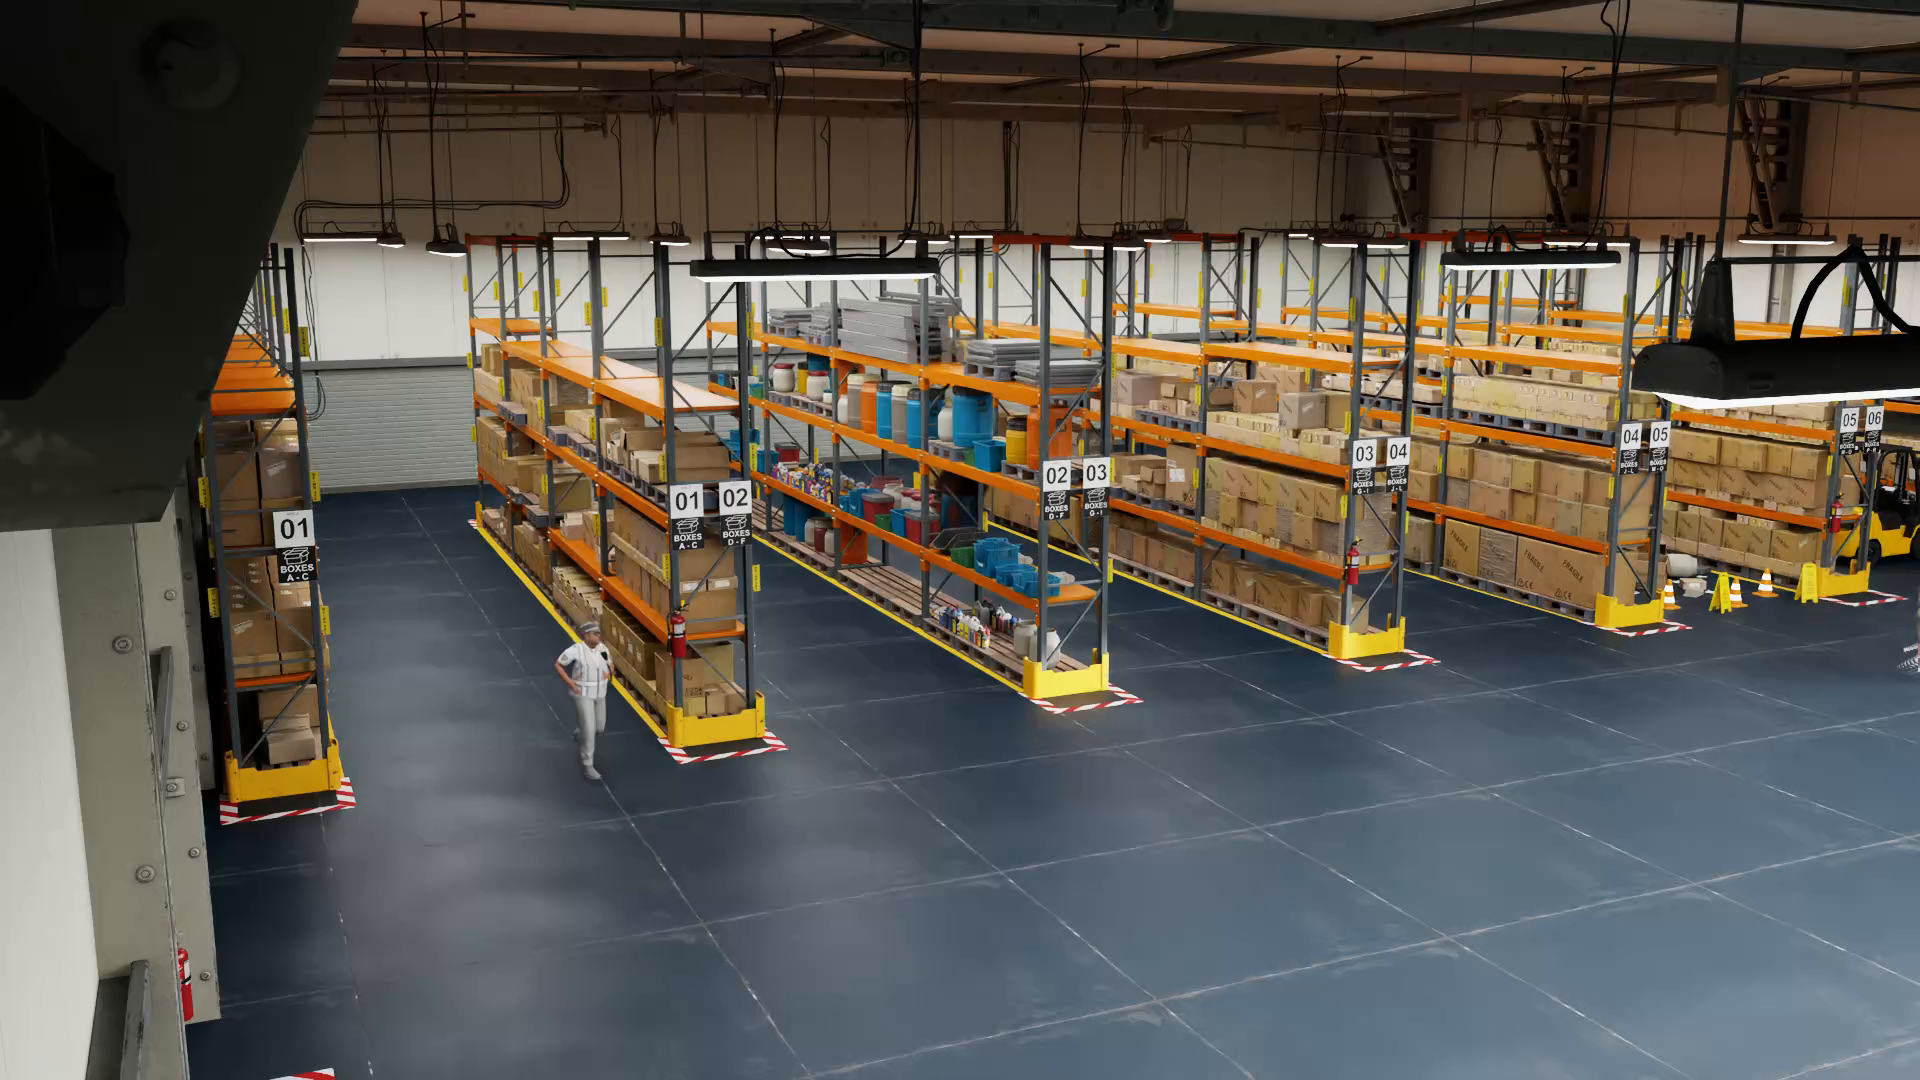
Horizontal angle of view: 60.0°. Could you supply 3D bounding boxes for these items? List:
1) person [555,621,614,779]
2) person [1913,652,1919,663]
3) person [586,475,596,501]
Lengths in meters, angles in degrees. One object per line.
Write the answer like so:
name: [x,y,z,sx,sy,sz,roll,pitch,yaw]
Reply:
person: [-4.305,1.800,19.386,0.927,1.765,0.685,9,14,40]
person: [13.818,1.122,23.106,0.890,1.715,0.591,4,12,21]
person: [-7.881,-1.334,35.420,0.609,1.684,0.942,-10,15,-41]
